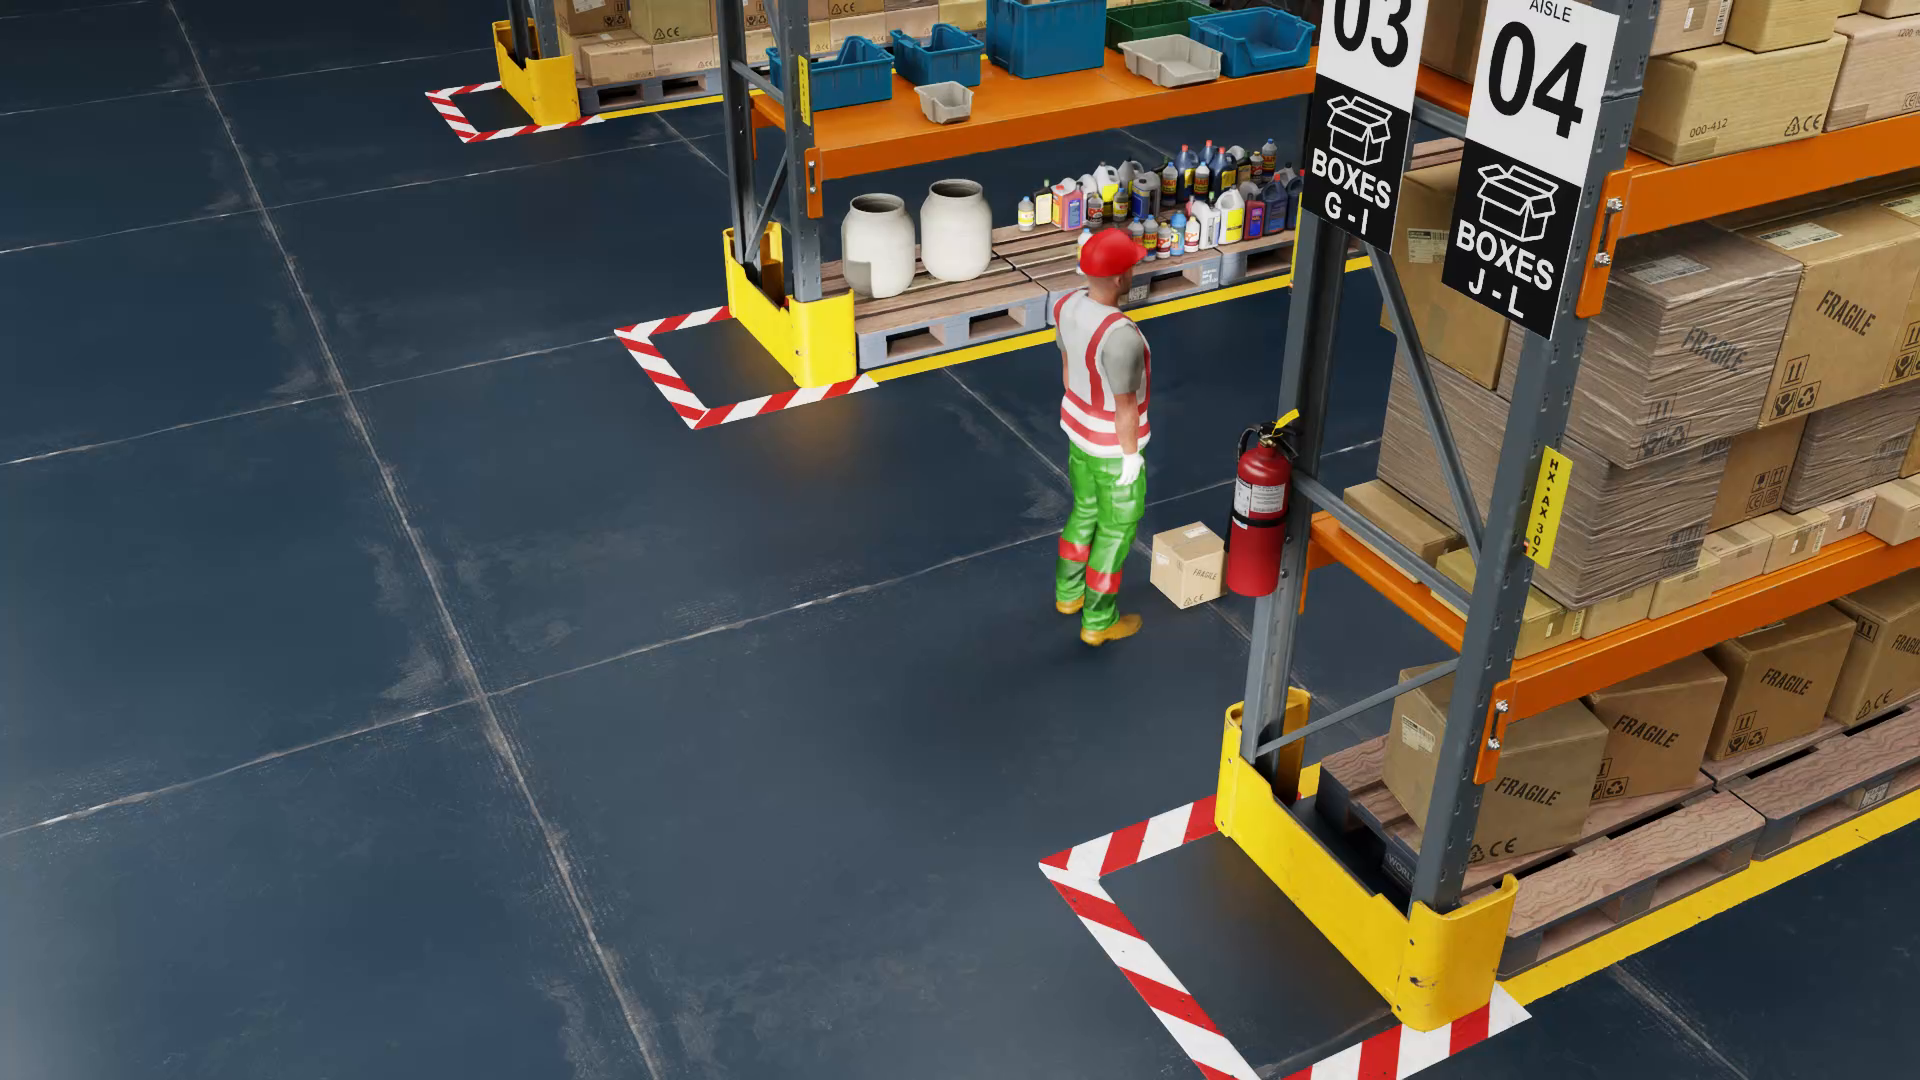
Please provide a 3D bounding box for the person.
[{"bbox_3d":[0.585,-0.419,6.782,0.341,1.797,0.524,-15,36,-22],"label":"person"}]
